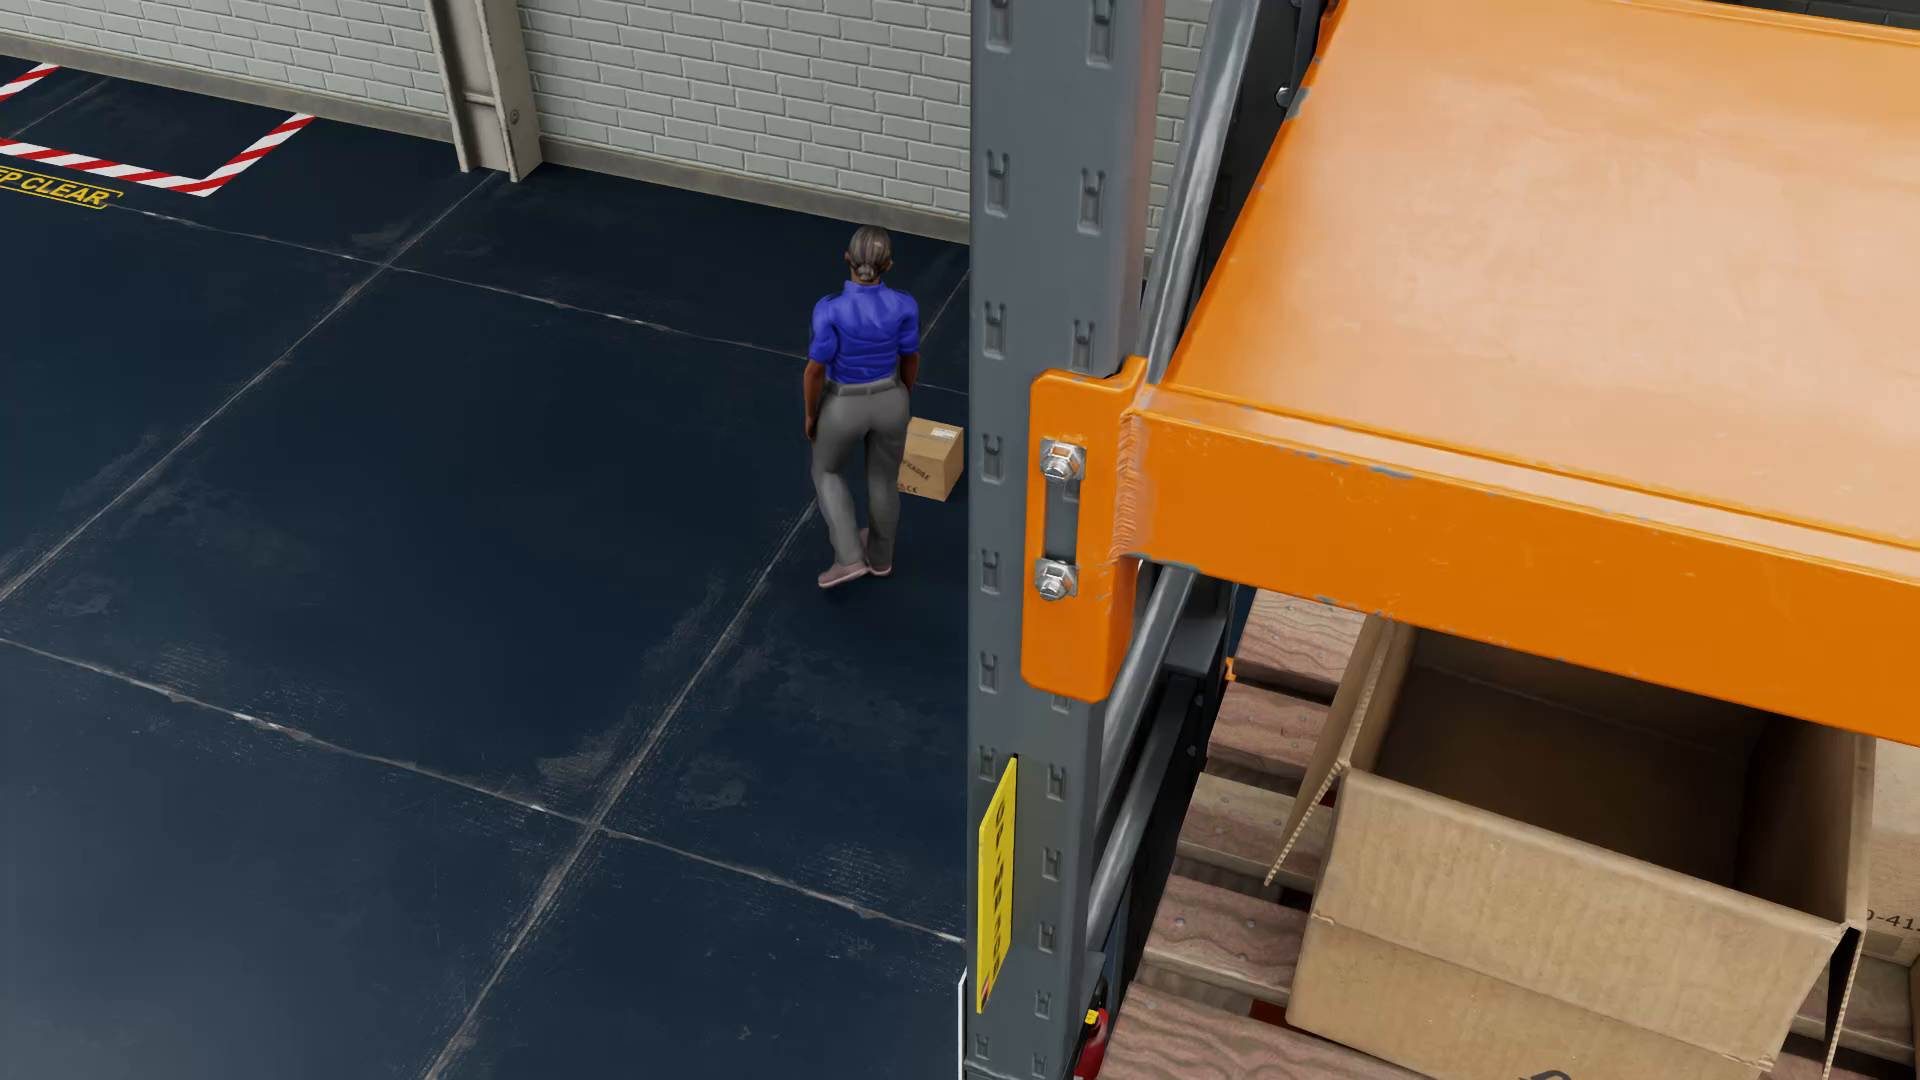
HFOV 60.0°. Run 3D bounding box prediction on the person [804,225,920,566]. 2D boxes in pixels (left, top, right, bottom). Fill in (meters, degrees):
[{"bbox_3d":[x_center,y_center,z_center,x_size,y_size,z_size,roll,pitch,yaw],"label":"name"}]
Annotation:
[{"bbox_3d":[-0.384,-0.529,6.679,0.477,1.586,0.383,-10,43,-11],"label":"person"}]
